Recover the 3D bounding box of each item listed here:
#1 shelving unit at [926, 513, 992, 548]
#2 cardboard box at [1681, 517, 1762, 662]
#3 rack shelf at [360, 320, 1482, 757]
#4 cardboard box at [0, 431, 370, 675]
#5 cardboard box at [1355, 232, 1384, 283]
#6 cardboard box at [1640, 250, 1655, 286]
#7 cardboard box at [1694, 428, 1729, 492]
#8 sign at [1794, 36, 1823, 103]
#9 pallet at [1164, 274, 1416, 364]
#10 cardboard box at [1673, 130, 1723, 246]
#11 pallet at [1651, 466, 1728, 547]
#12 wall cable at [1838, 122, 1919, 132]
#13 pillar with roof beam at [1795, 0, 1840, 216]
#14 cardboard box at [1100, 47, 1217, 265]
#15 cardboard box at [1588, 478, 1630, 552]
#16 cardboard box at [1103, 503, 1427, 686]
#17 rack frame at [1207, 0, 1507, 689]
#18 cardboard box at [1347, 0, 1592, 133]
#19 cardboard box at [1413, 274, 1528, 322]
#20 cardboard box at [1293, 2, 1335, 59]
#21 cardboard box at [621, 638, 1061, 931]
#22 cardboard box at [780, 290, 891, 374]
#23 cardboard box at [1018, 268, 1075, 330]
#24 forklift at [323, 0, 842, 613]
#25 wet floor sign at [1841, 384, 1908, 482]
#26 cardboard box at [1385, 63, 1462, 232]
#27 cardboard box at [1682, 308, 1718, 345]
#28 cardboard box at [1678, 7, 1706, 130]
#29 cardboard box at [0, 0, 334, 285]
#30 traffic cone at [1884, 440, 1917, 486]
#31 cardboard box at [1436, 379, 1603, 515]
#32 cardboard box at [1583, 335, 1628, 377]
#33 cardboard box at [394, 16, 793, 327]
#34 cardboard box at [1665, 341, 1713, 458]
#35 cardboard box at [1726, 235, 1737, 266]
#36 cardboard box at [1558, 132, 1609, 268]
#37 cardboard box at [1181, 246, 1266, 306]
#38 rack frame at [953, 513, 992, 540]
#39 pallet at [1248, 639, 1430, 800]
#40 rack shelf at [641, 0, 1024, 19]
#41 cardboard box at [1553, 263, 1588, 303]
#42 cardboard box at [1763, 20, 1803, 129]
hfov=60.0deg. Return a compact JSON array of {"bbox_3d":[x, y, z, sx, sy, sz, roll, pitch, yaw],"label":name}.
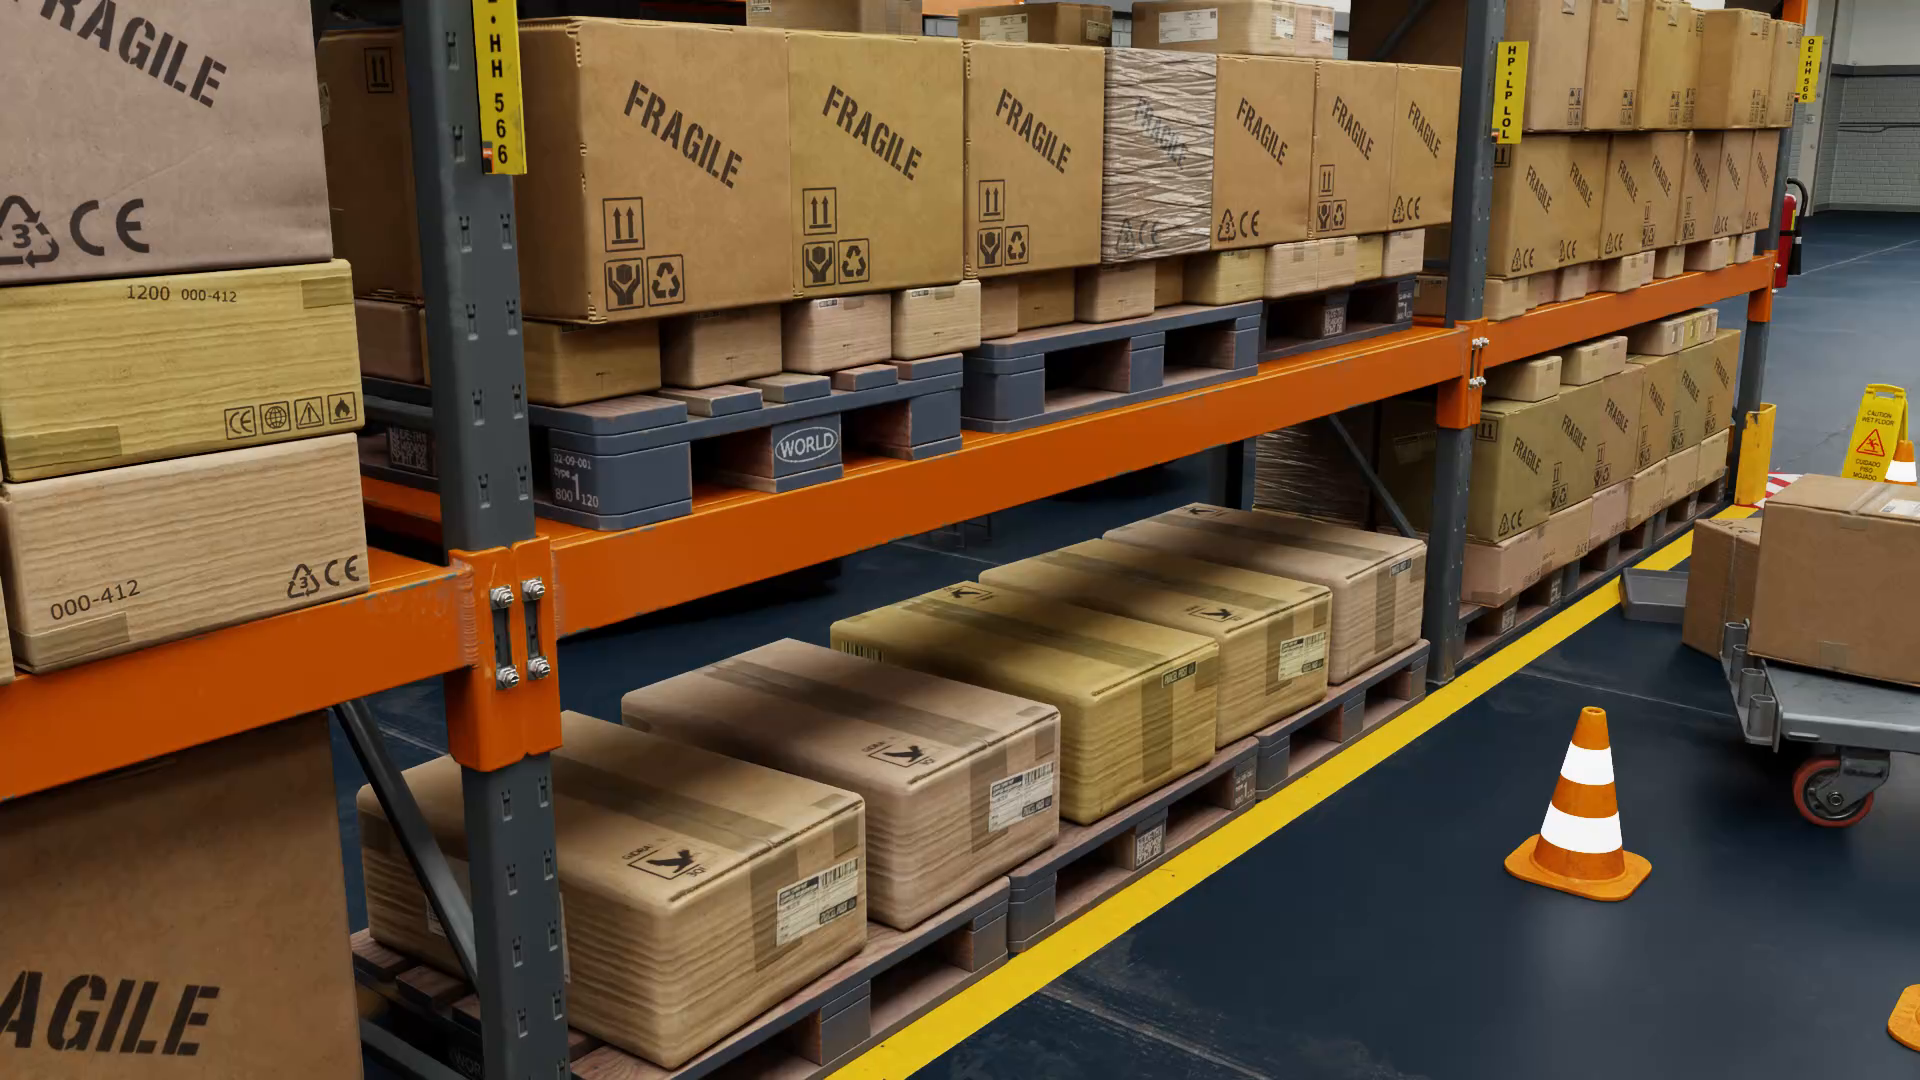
[{"bbox_3d":[-0.005,-0.435,8.006,0.258,0.900,0.210,11,18,38],"label":"shelving unit"},{"bbox_3d":[3.119,0.210,6.275,0.500,0.500,0.500,-3,15,-11],"label":"cardboard box"},{"bbox_3d":[0.130,-0.274,4.569,1.077,0.370,4.000,11,18,38],"label":"rack shelf"},{"bbox_3d":[-1.243,-0.030,2.452,0.500,0.250,0.500,10,18,36],"label":"cardboard box"},{"bbox_3d":[1.099,-0.898,5.223,0.380,0.149,0.250,11,18,36],"label":"cardboard box"},{"bbox_3d":[2.783,-1.190,7.227,0.380,0.149,0.250,11,18,37],"label":"cardboard box"},{"bbox_3d":[3.587,-0.441,8.499,0.500,0.250,0.500,11,18,37],"label":"cardboard box"},{"bbox_3d":[4.320,-2.396,8.469,0.100,0.325,0.005,11,18,38],"label":"sign"},{"bbox_3d":[0.794,-0.789,5.524,1.003,0.211,1.213,11,18,38],"label":"pallet"},{"bbox_3d":[3.139,-1.627,7.628,0.500,0.500,0.500,11,18,37],"label":"cardboard box"},{"bbox_3d":[3.315,-0.255,8.699,1.003,0.211,1.213,11,18,38],"label":"pallet"},{"bbox_3d":[20.635,-10.052,35.724,3.097,2.526,0.112,11,18,38],"label":"wall cable"},{"bbox_3d":[21.103,-10.532,31.303,9.100,9.000,0.400,11,18,38],"label":"pillar with roof beam"},{"bbox_3d":[0.307,-0.984,4.244,0.500,0.500,0.500,10,18,35],"label":"cardboard box"},{"bbox_3d":[2.626,-0.153,7.366,0.500,0.250,0.500,11,18,37],"label":"cardboard box"},{"bbox_3d":[1.060,0.166,5.863,0.950,0.372,0.625,12,18,38],"label":"cardboard box"},{"bbox_3d":[1.387,-1.005,5.988,1.000,3.000,0.127,11,18,38],"label":"rack frame"},{"bbox_3d":[1.832,-1.733,6.016,0.700,0.500,0.500,11,18,37],"label":"cardboard box"},{"bbox_3d":[1.835,-0.894,6.061,0.380,0.149,0.250,11,18,37],"label":"cardboard box"},{"bbox_3d":[0.850,-1.459,4.795,0.380,0.149,0.250,11,18,36],"label":"cardboard box"},{"bbox_3d":[-0.306,0.582,4.226,0.950,0.372,0.625,11,18,36],"label":"cardboard box"},{"bbox_3d":[-0.366,-0.449,3.455,0.380,0.149,0.250,10,17,34],"label":"cardboard box"},{"bbox_3d":[0.061,-0.617,4.115,0.380,0.149,0.250,12,19,40],"label":"cardboard box"},{"bbox_3d":[-2.020,-1.094,6.475,3.031,2.935,1.130,-9,17,-33],"label":"forklift"},{"bbox_3d":[4.853,-0.501,8.785,0.232,0.644,0.267,-8,17,-30],"label":"wet floor sign"},{"bbox_3d":[1.275,-1.278,5.400,0.500,0.500,0.500,11,18,37],"label":"cardboard box"},{"bbox_3d":[3.422,-1.046,8.038,0.380,0.149,0.250,12,19,39],"label":"cardboard box"},{"bbox_3d":[2.764,-2.034,7.198,0.700,0.500,0.500,11,18,37],"label":"cardboard box"},{"bbox_3d":[-1.248,-0.633,2.288,0.500,0.500,0.500,11,18,36],"label":"cardboard box"},{"bbox_3d":[4.634,-0.260,8.206,0.336,0.463,0.334,11,18,38],"label":"traffic cone"},{"bbox_3d":[2.295,-0.415,6.874,0.500,0.500,0.500,12,19,40],"label":"cardboard box"},{"bbox_3d":[2.582,-0.791,7.034,0.380,0.149,0.250,13,19,41],"label":"cardboard box"},{"bbox_3d":[-0.664,-0.686,3.071,0.500,0.500,0.500,11,18,36],"label":"cardboard box"},{"bbox_3d":[3.275,-0.711,8.040,0.500,0.500,0.500,12,19,40],"label":"cardboard box"},{"bbox_3d":[3.582,-1.433,8.184,0.380,0.149,0.250,11,18,37],"label":"cardboard box"},{"bbox_3d":[2.178,-1.339,6.494,0.500,0.500,0.500,11,18,37],"label":"cardboard box"},{"bbox_3d":[0.626,-0.753,4.651,0.380,0.149,0.250,11,18,37],"label":"cardboard box"},{"bbox_3d":[0.059,-0.454,8.083,0.240,0.900,0.006,11,18,38],"label":"rack frame"},{"bbox_3d":[0.899,0.495,5.744,1.003,0.211,1.213,11,18,38],"label":"pallet"},{"bbox_3d":[-1.219,-3.261,10.236,1.077,0.370,4.000,11,18,38],"label":"rack shelf"},{"bbox_3d":[2.279,-1.048,6.667,0.380,0.149,0.250,12,19,39],"label":"cardboard box"},{"bbox_3d":[3.750,-2.317,8.314,0.700,0.500,0.500,11,18,36],"label":"cardboard box"}]
